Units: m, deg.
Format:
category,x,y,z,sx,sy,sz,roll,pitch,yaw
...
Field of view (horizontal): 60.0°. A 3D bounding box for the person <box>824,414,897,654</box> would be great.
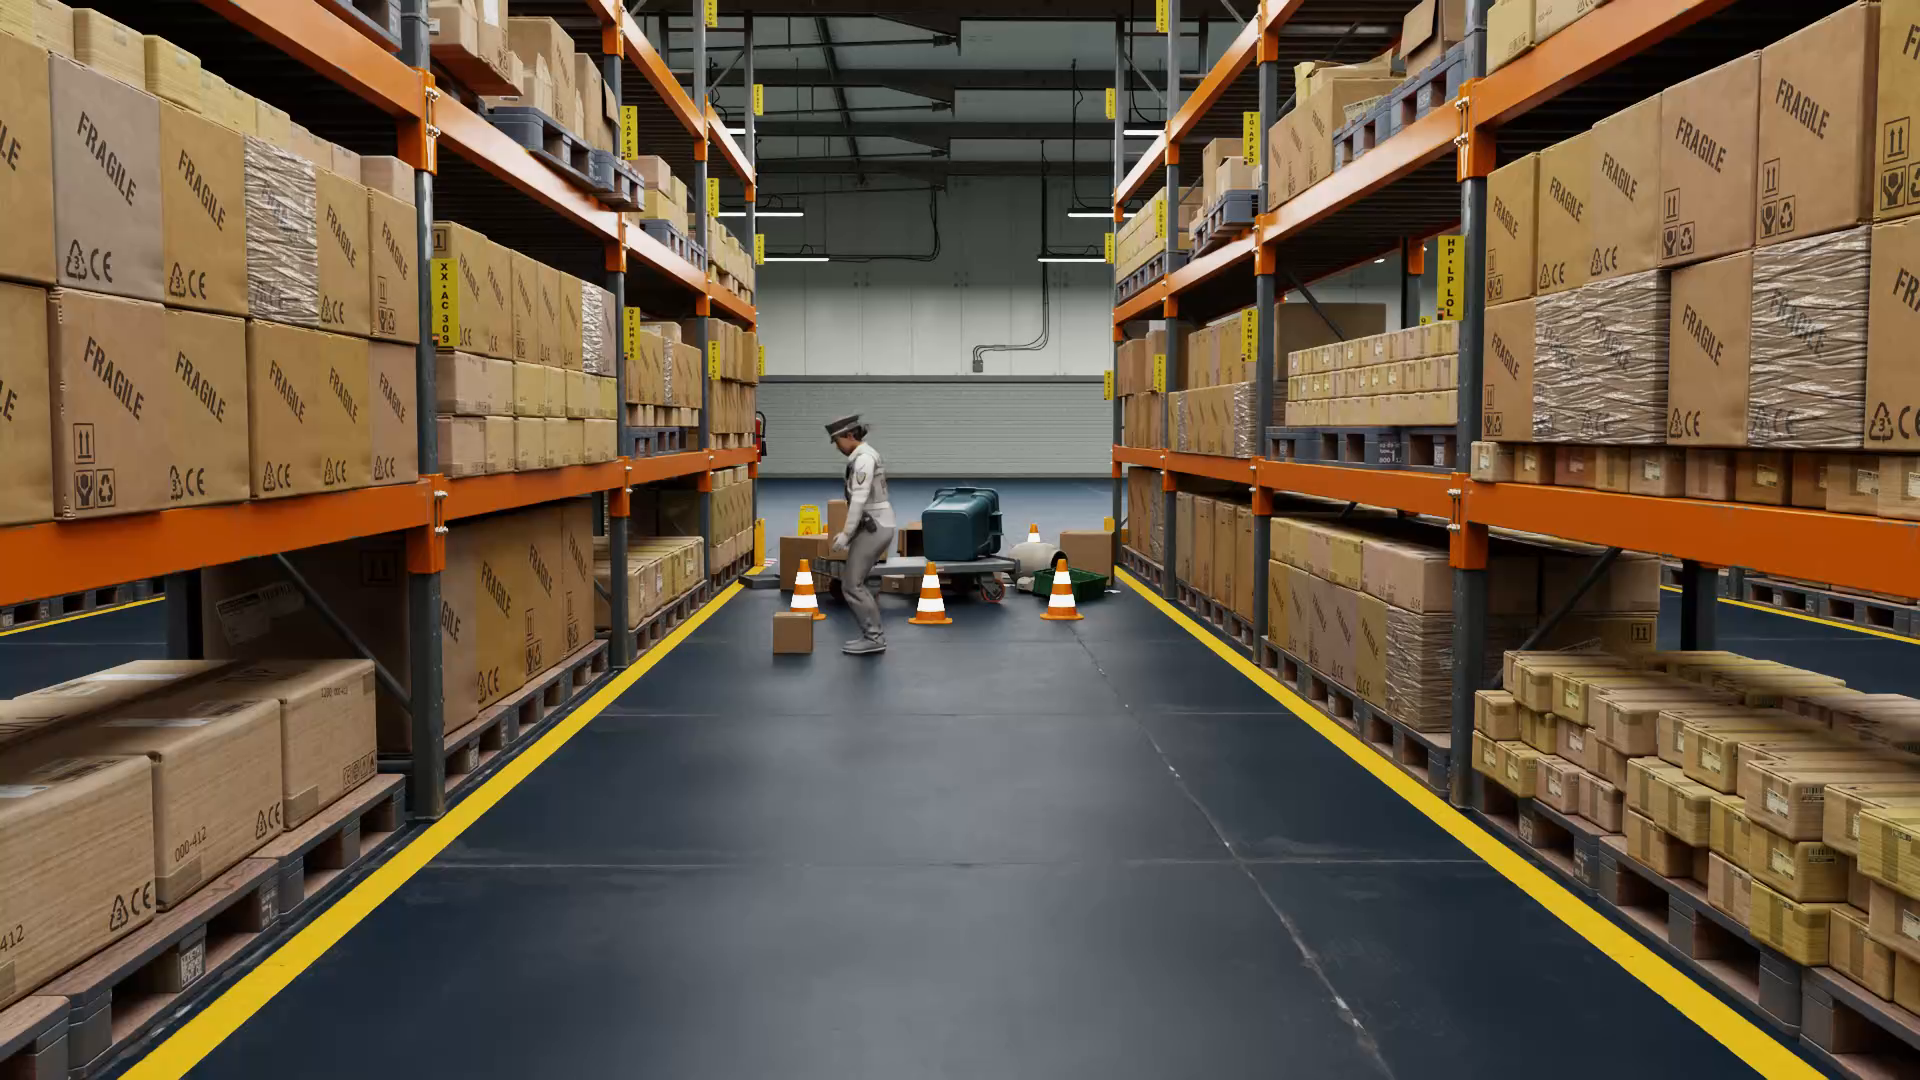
category,x,y,z,sx,sy,sz,roll,pitch,yaw
person,-0.665,-0.041,11.151,0.485,1.604,0.508,0,4,0
